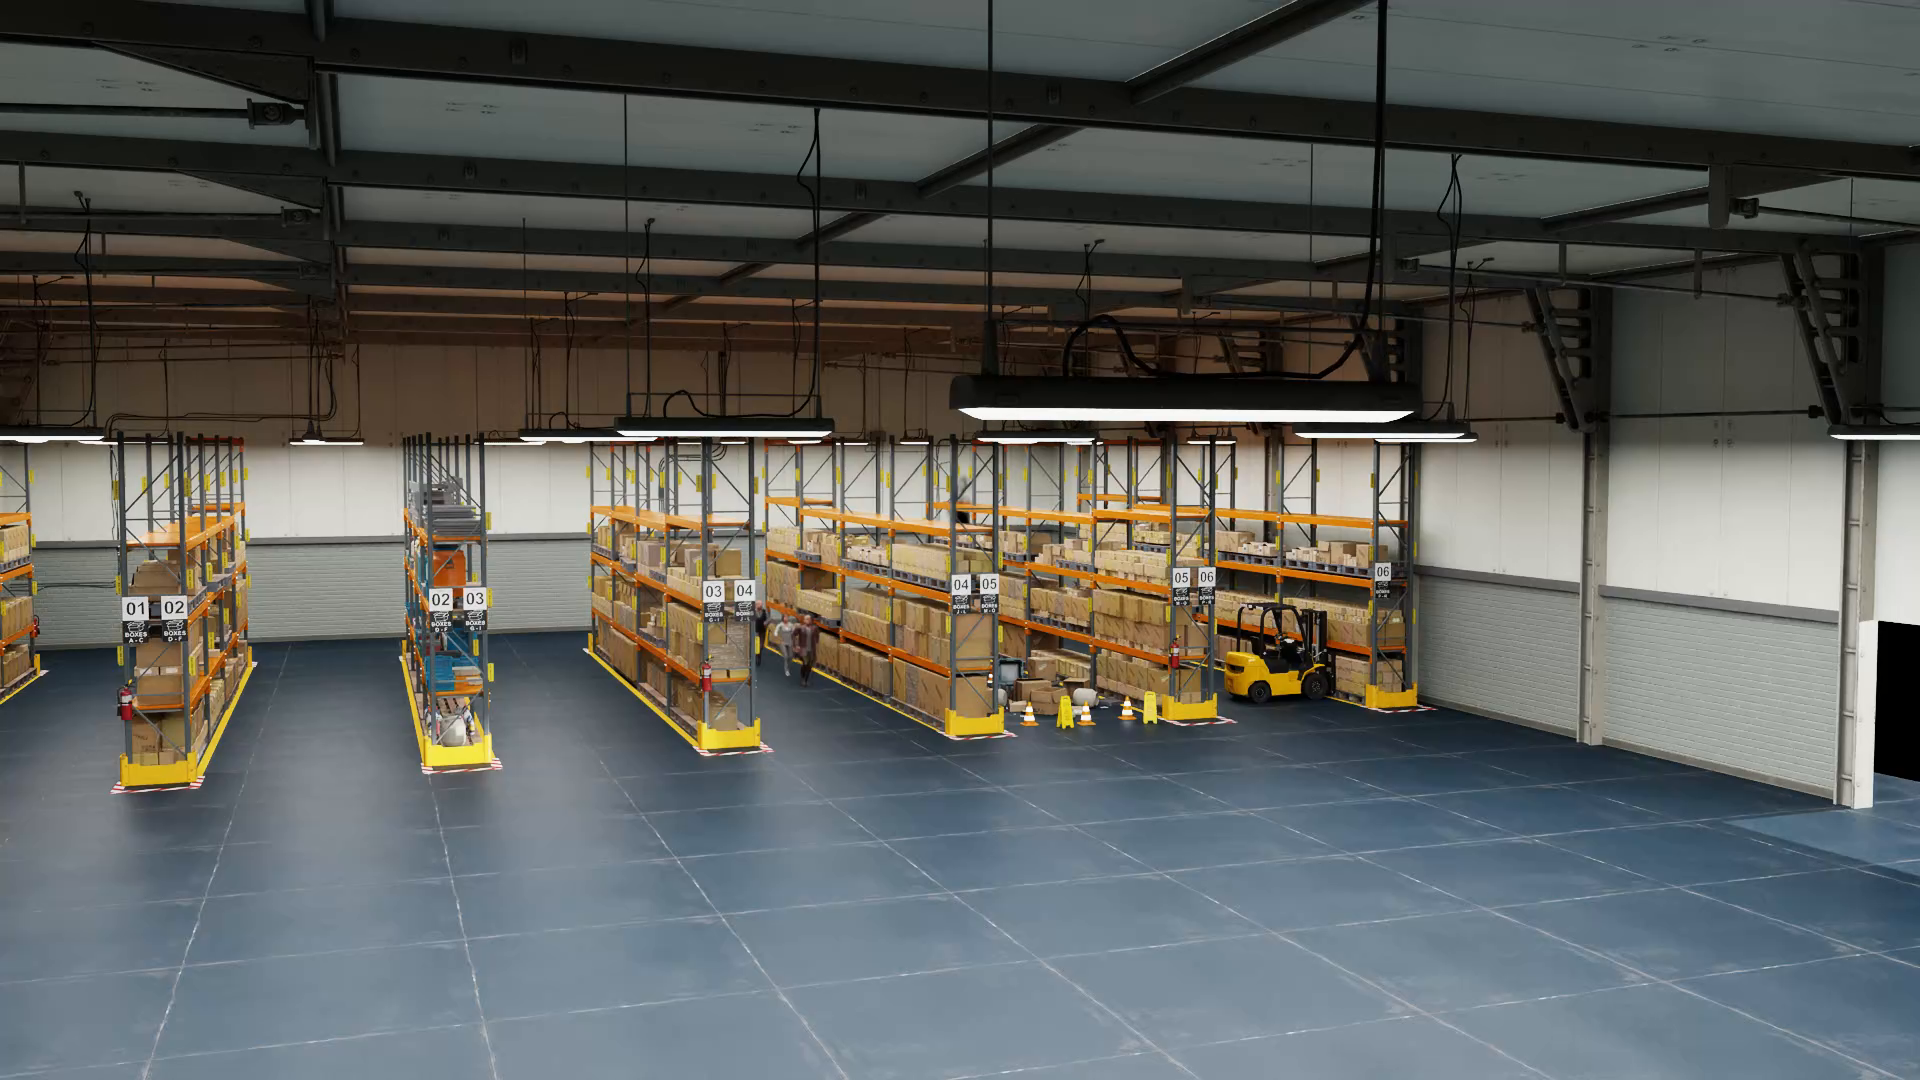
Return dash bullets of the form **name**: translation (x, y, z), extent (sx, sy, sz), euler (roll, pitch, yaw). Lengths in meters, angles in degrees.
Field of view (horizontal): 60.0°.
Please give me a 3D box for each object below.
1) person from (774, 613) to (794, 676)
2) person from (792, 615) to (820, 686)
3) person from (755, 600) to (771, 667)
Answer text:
- **person**: translation (-4.412, 2.622, 41.856), extent (0.548, 1.568, 0.557), euler (-1, 3, -20)
- **person**: translation (-3.663, 2.651, 39.807), extent (0.634, 1.712, 0.793), euler (-1, 3, -25)
- **person**: translation (-5.285, 2.449, 43.686), extent (0.620, 1.747, 0.811), euler (-1, 3, -23)
